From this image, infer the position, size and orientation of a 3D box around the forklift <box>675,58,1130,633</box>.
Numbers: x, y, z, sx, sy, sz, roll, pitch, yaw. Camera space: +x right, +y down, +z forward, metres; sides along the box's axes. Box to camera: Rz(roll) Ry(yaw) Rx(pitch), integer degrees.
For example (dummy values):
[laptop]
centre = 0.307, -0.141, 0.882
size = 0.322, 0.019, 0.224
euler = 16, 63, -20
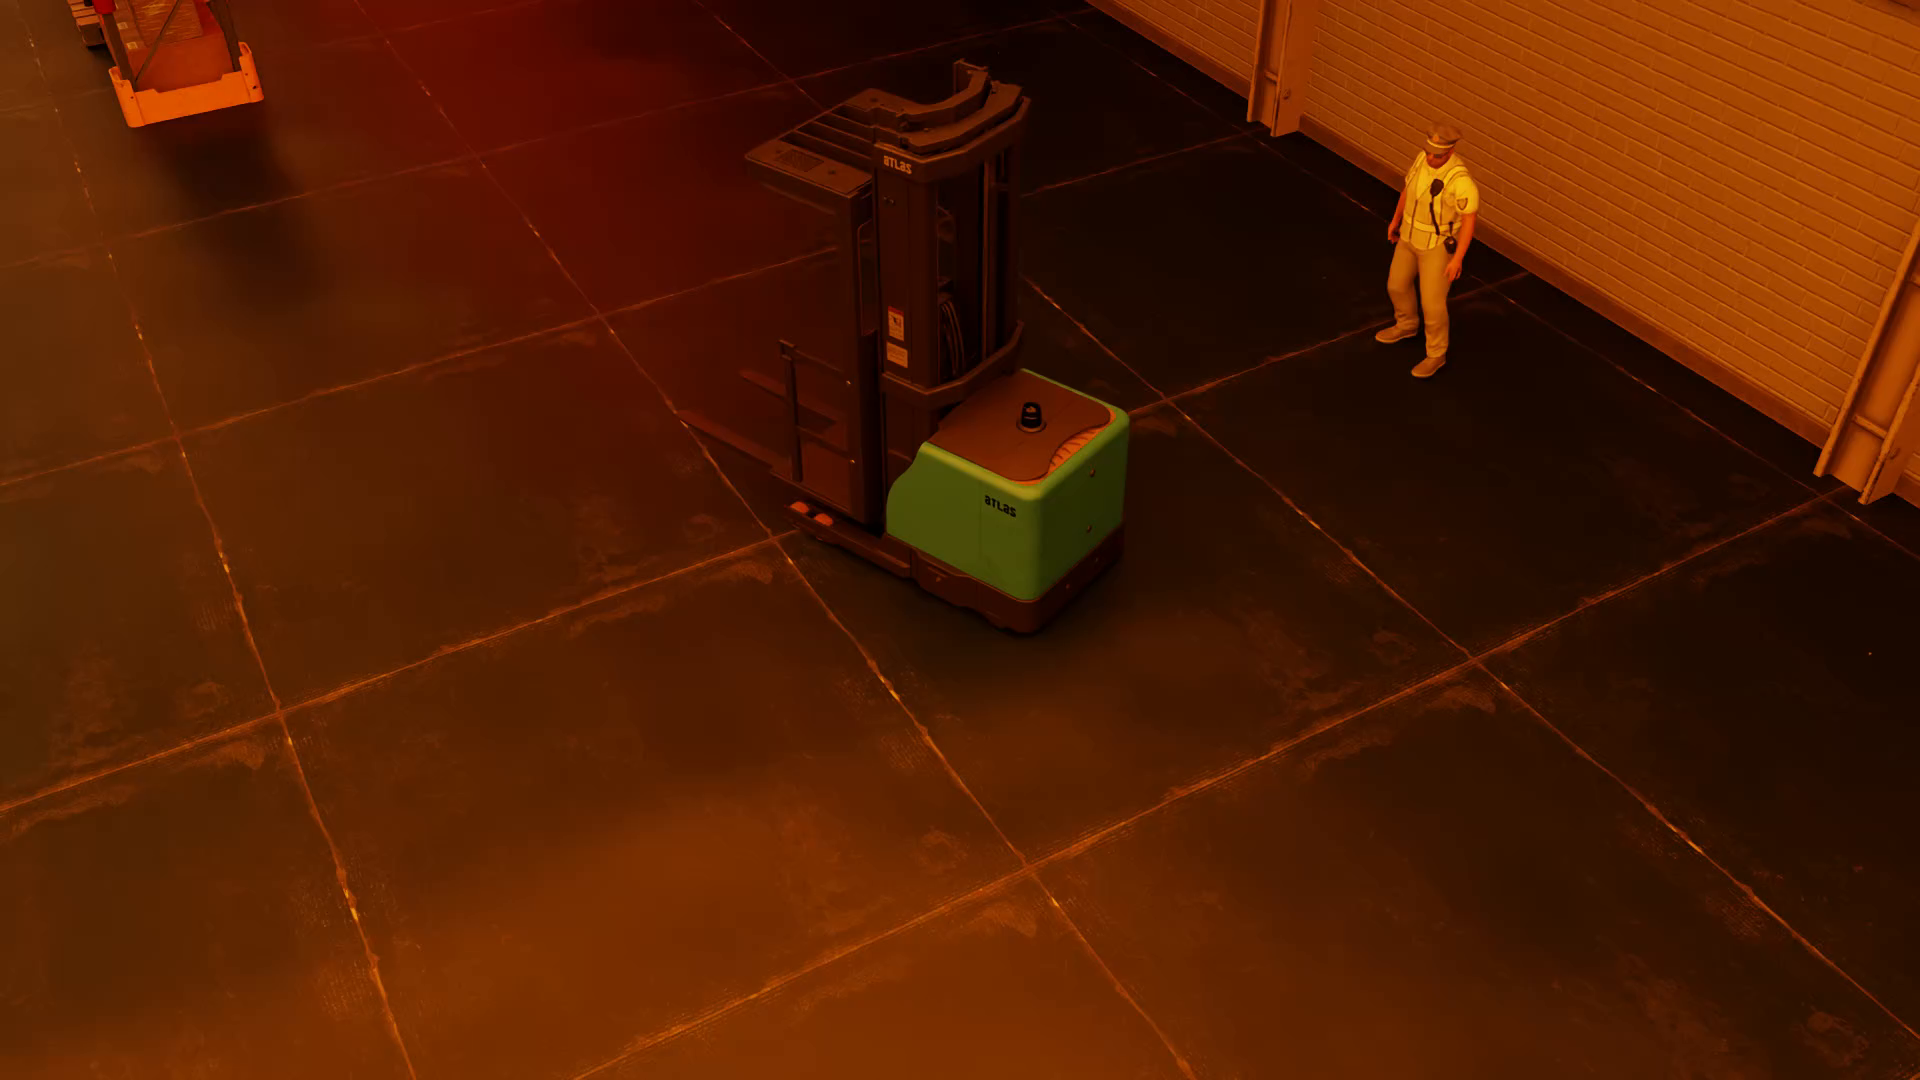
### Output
[forklift]
centre = -0.481, -1.366, 9.683
size = 3.031, 2.935, 1.130
euler = 26, 46, 28

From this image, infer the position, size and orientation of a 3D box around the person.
[person]
centre = 3.210, -2.053, 11.455
size = 0.440, 1.727, 0.762
euler = -22, 44, -24
